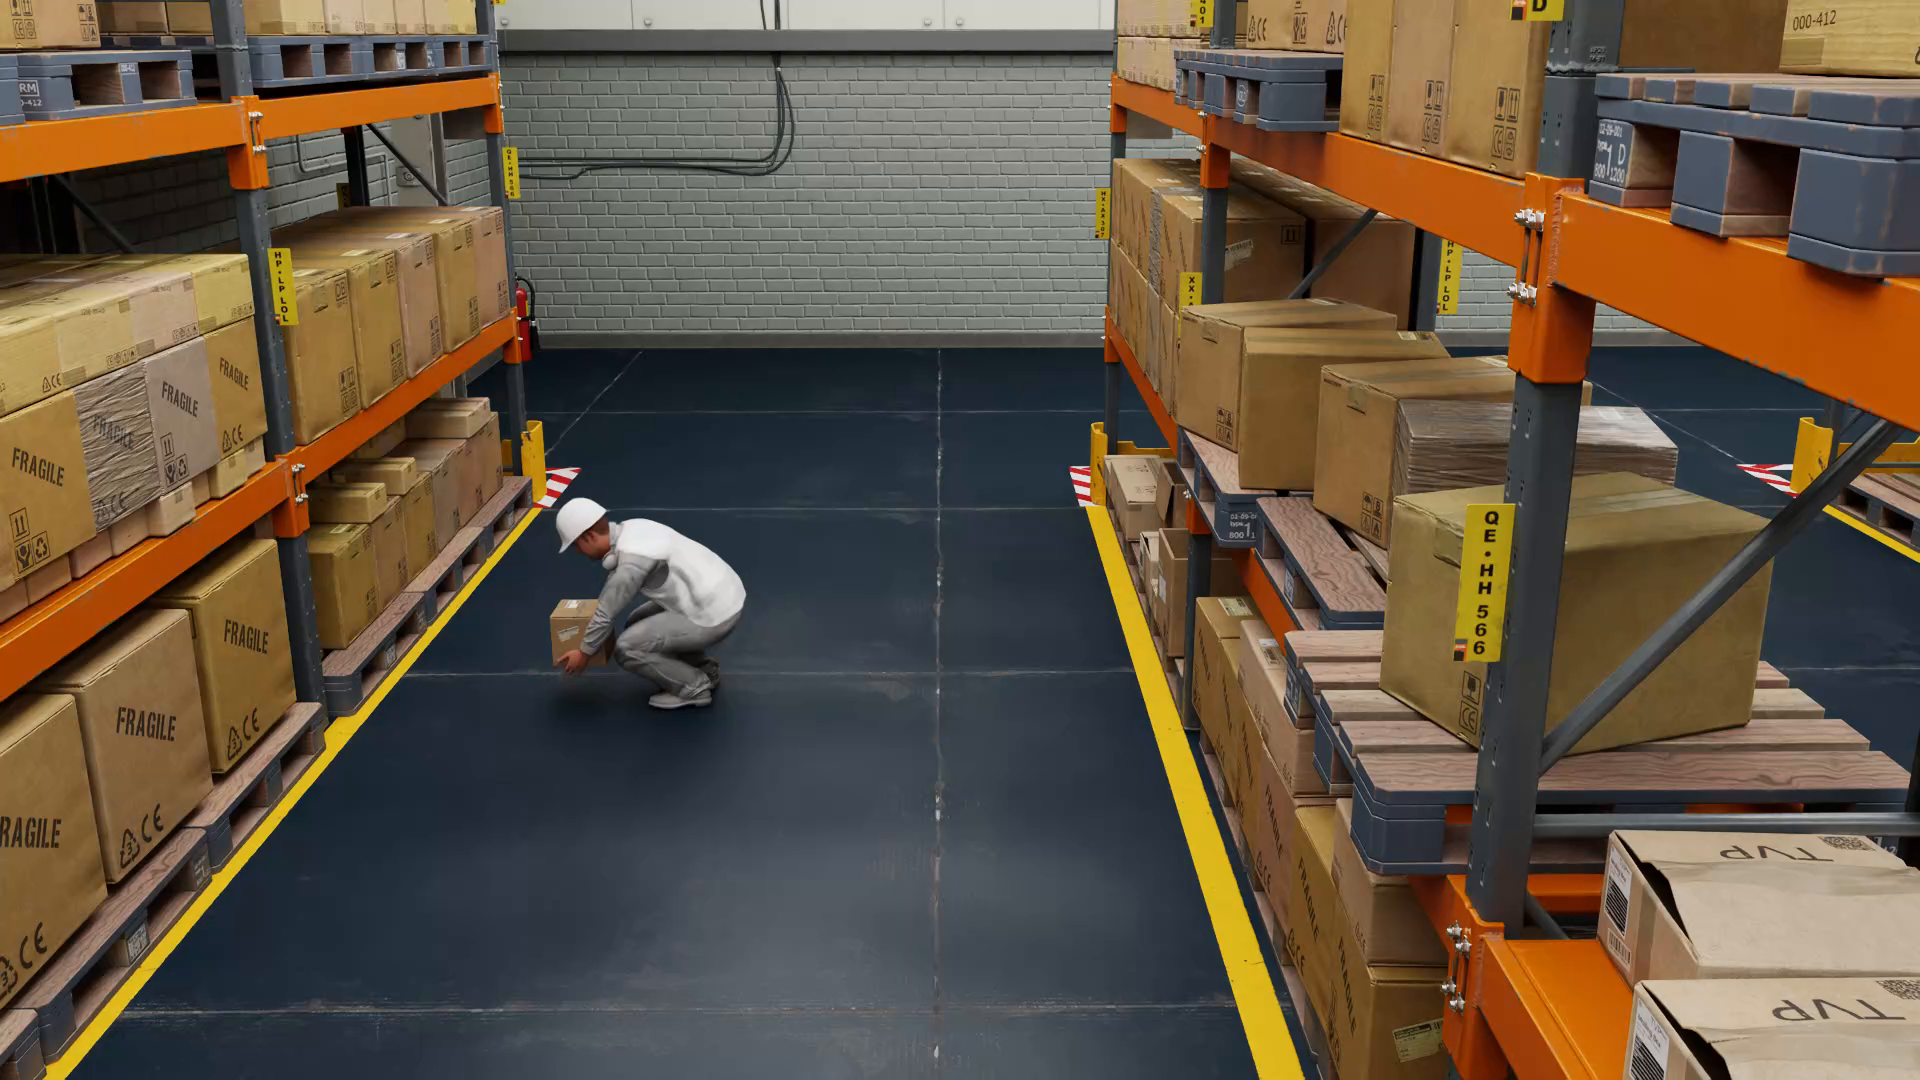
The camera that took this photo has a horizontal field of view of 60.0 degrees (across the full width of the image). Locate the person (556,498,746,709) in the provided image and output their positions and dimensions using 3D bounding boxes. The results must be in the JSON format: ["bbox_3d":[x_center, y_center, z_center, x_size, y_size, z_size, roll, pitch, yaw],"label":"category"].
[{"bbox_3d":[-1.469,0.277,7.920,0.880,1.012,0.521,-1,17,-2],"label":"person"}]
